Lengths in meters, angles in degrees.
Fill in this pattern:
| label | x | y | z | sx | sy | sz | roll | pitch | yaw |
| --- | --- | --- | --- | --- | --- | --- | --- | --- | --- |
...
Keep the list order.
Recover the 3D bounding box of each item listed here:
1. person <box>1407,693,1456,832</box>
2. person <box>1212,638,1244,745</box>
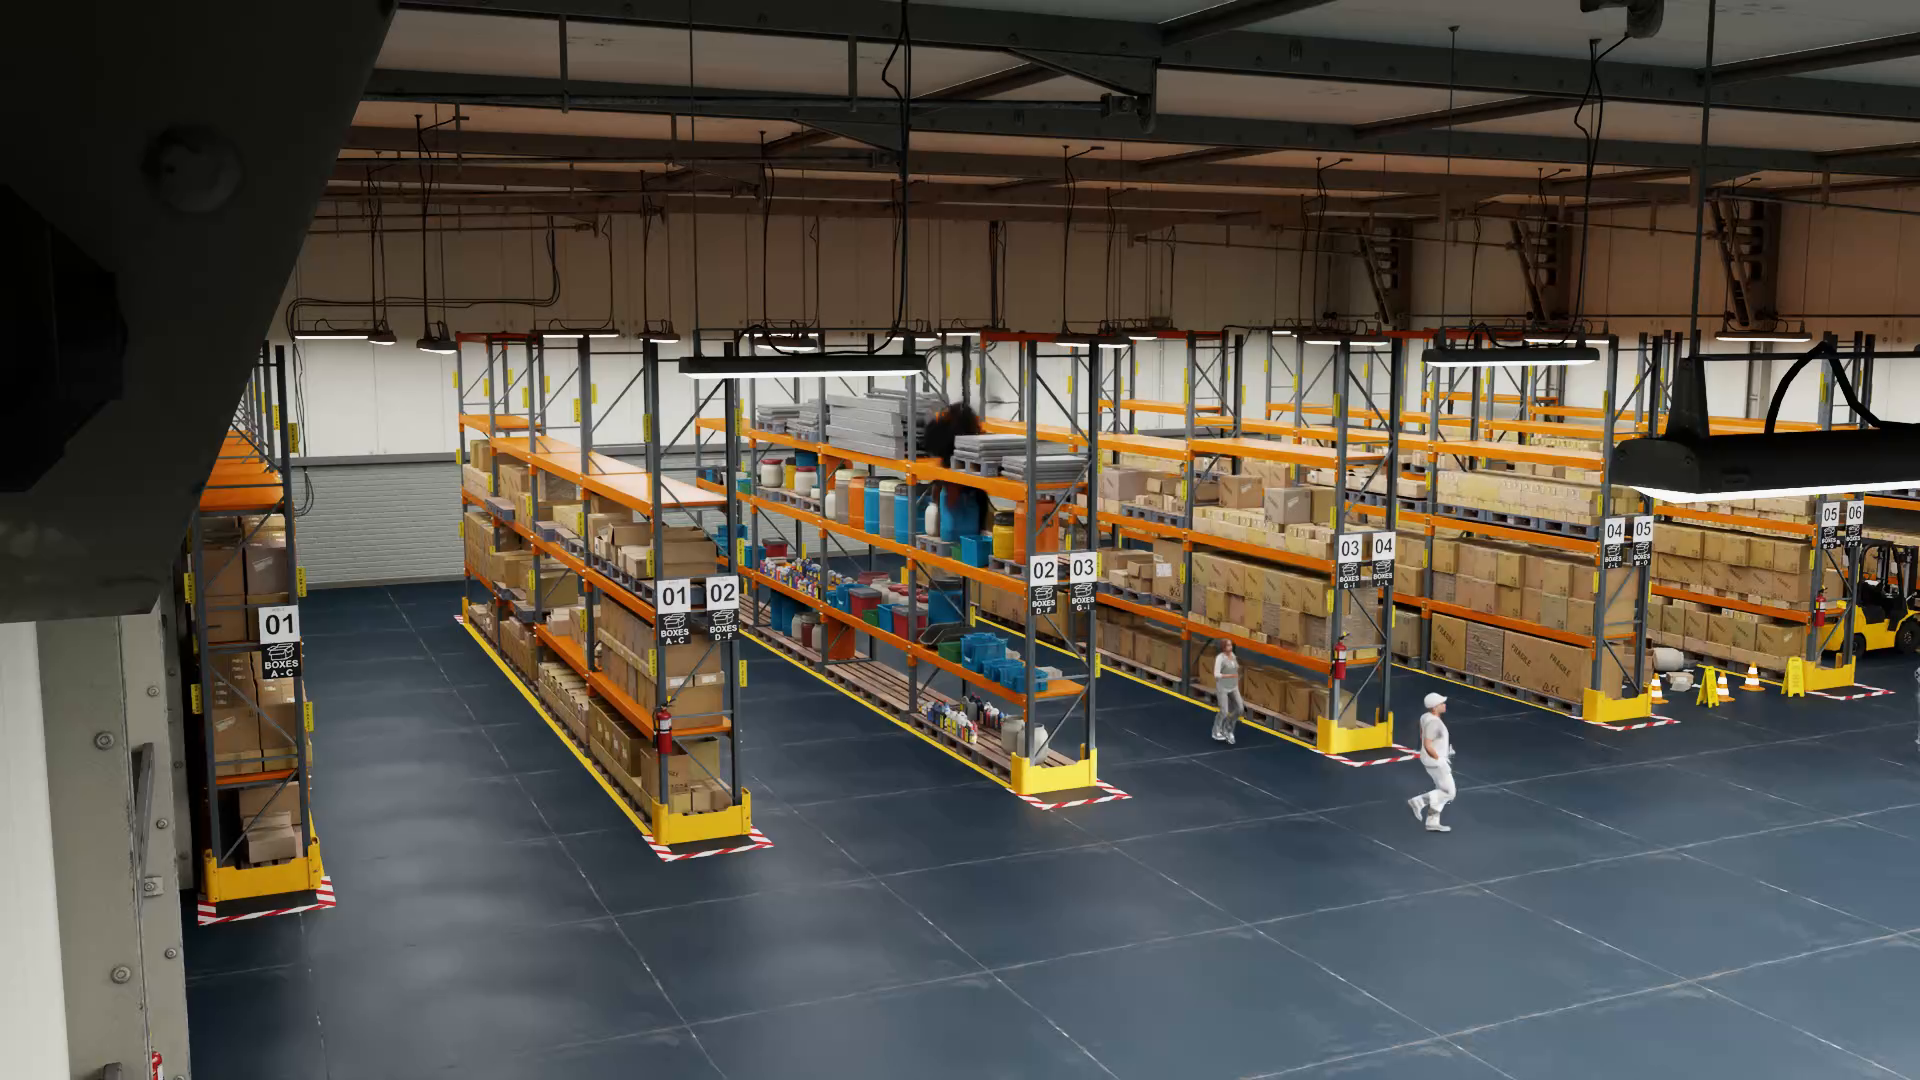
| label | x | y | z | sx | sy | sz | roll | pitch | yaw |
| --- | --- | --- | --- | --- | --- | --- | --- | --- | --- |
| person | 5.812 | 2.731 | 20.462 | 0.596 | 1.737 | 0.669 | 1 | 8 | 7 |
| person | 3.973 | 2.240 | 24.587 | 0.515 | 1.604 | 0.625 | -5 | 9 | -31 |
